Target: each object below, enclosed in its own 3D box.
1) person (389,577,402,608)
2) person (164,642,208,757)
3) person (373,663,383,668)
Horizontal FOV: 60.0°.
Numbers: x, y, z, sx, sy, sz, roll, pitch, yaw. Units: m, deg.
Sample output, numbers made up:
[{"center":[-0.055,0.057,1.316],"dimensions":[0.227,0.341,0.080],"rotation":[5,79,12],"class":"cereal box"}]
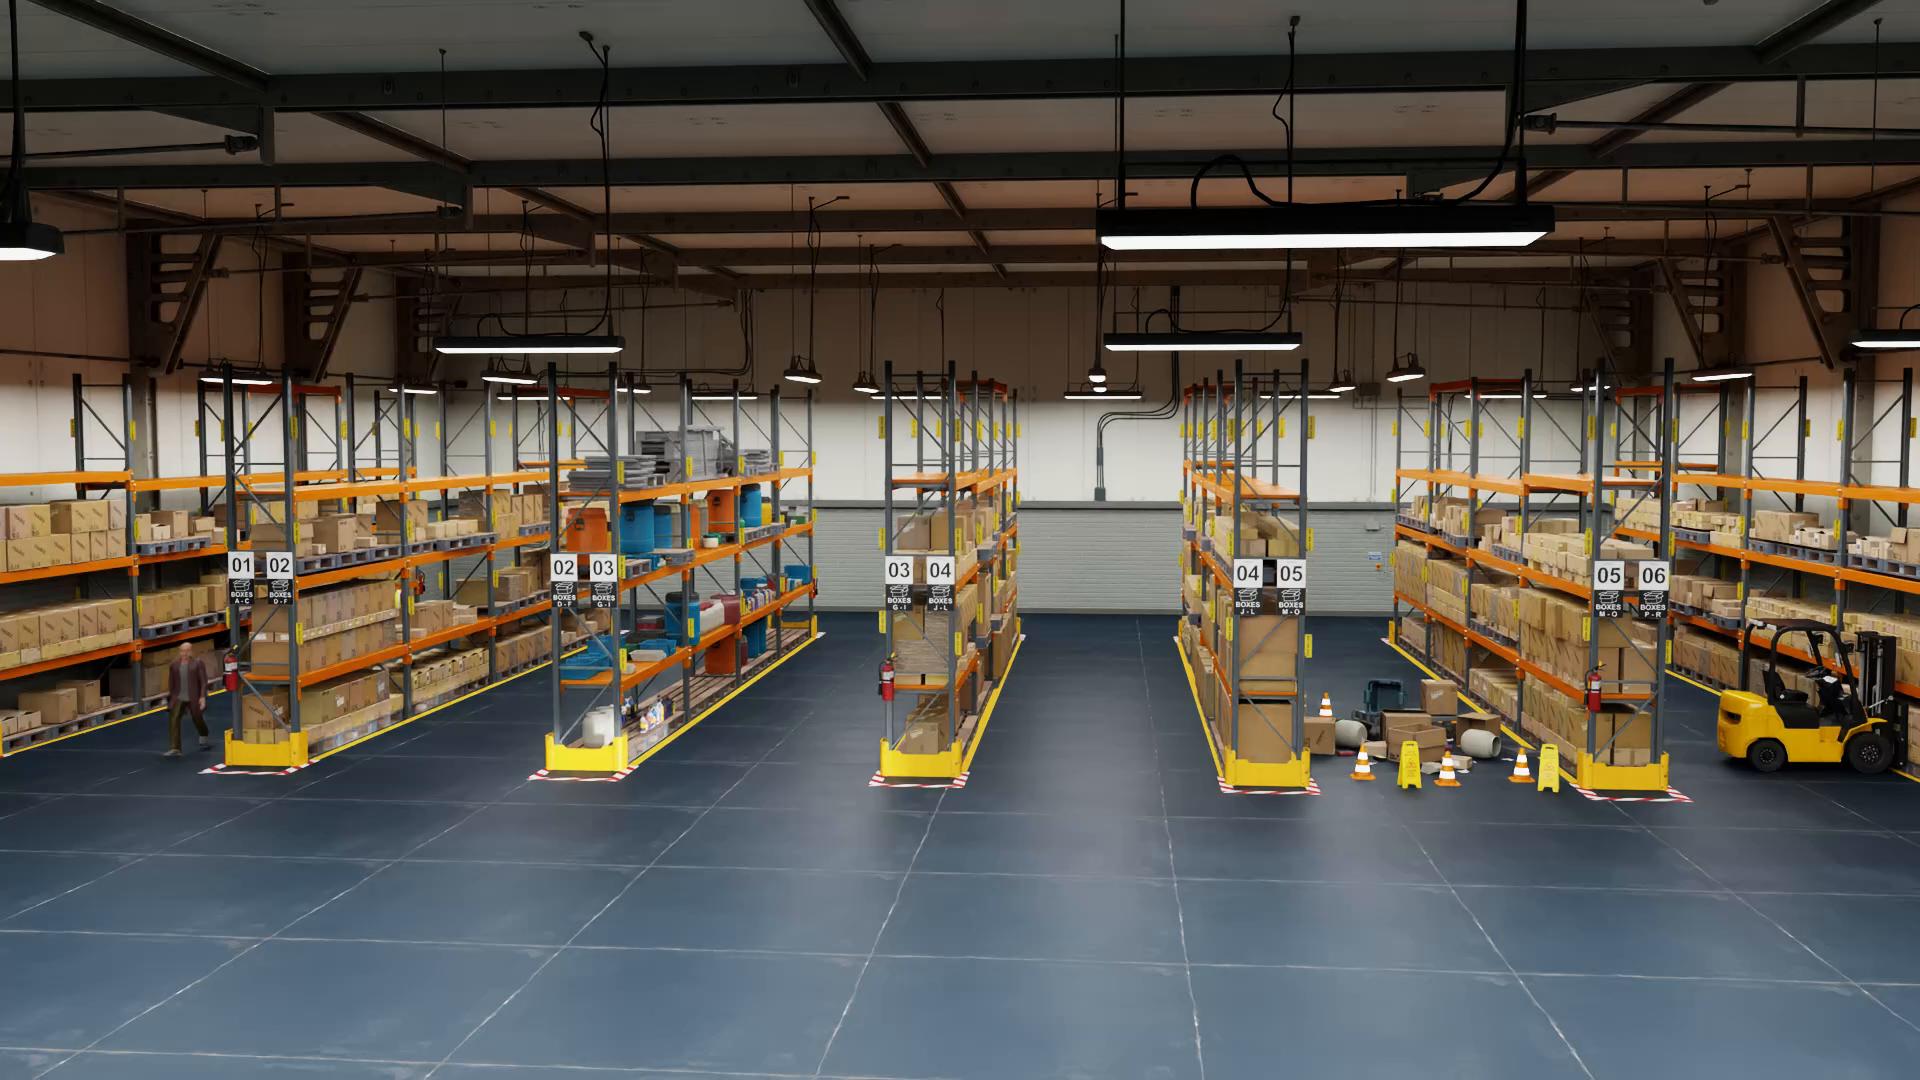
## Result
[{"center":[-12.670,1.693,37.036],"dimensions":[0.530,1.728,1.036],"rotation":[0,4,-4],"class":"person"},{"center":[-11.990,2.441,25.820],"dimensions":[0.607,1.720,1.124],"rotation":[-1,4,-12],"class":"person"},{"center":[-11.369,2.075,32.441],"dimensions":[0.575,1.589,0.651],"rotation":[1,4,10],"class":"person"}]
